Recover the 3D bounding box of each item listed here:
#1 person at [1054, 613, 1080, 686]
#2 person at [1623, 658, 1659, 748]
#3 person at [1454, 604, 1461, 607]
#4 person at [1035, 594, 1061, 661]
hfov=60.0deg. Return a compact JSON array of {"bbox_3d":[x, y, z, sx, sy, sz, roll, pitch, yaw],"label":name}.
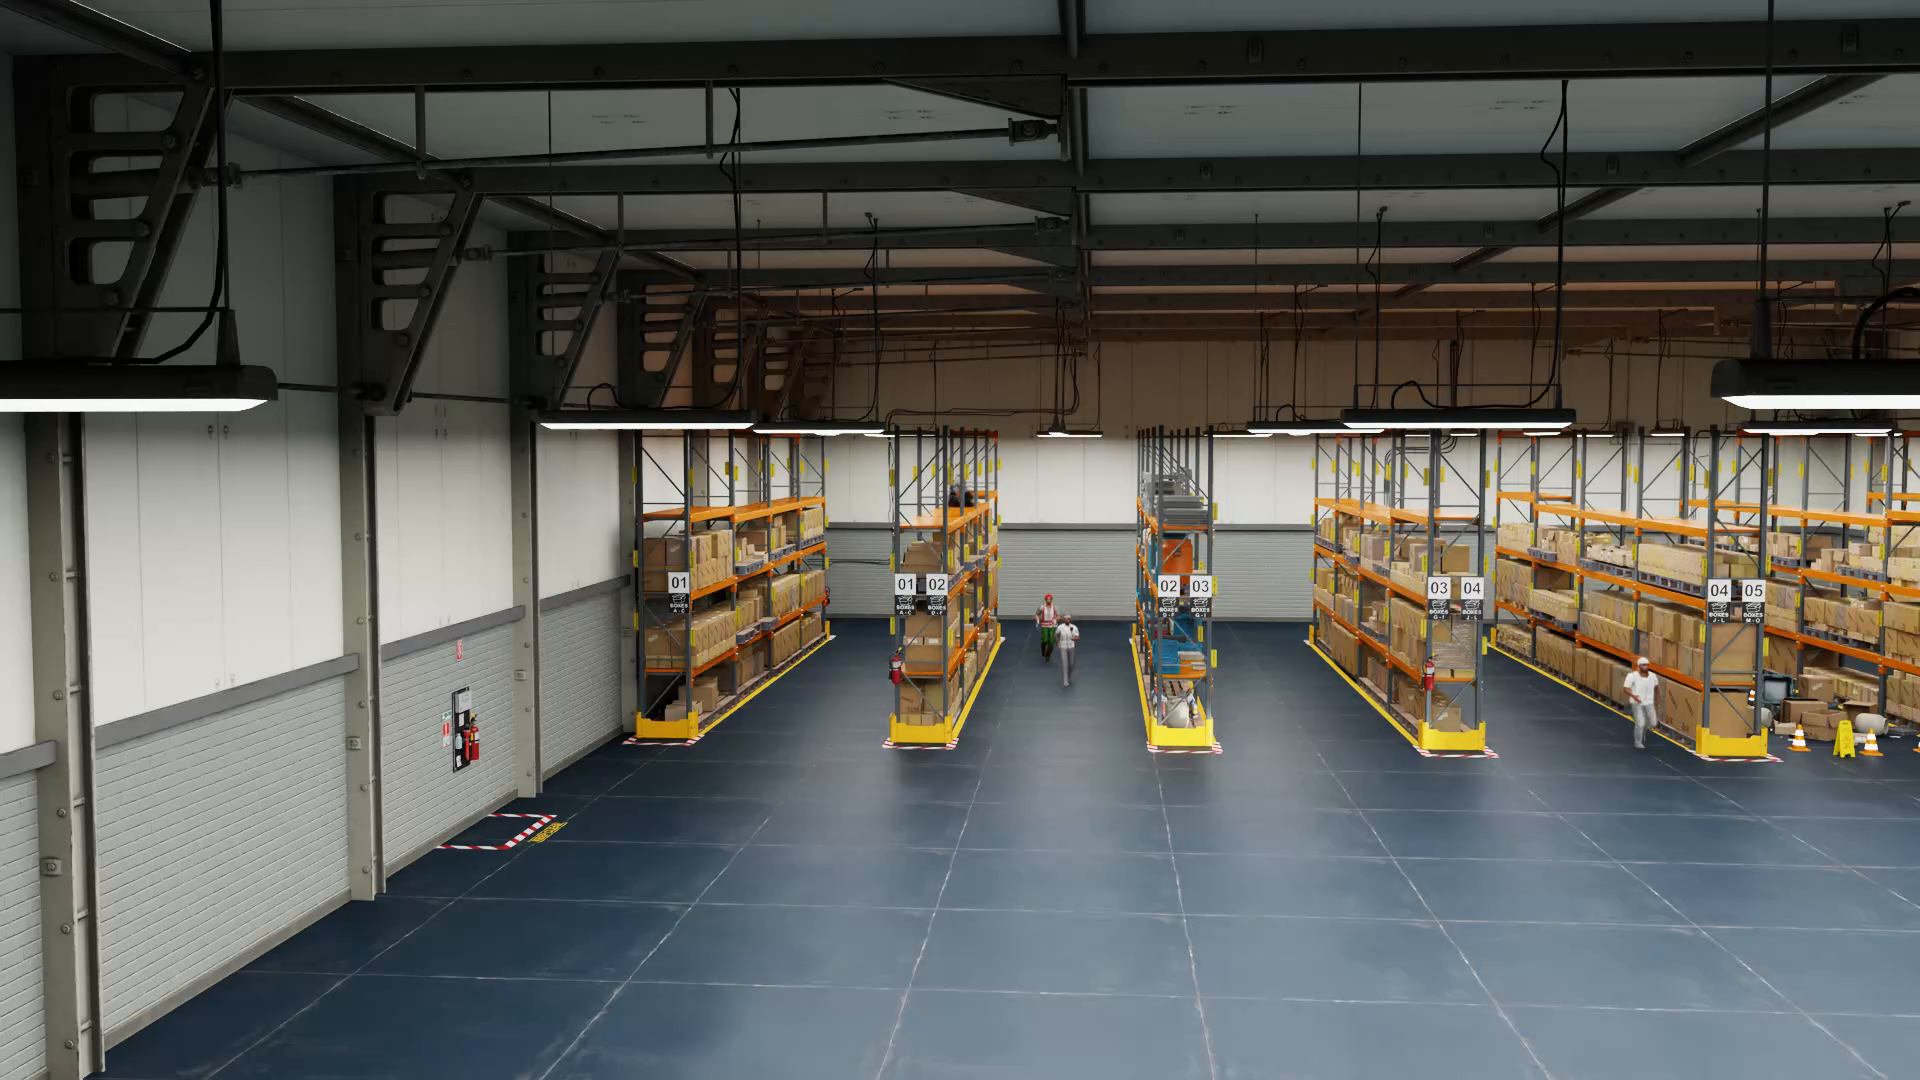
[{"bbox_3d":[2.505,2.530,38.898,0.583,1.669,0.924,0,3,-1],"label":"person"},{"bbox_3d":[12.647,3.019,30.782,0.710,1.701,0.602,0,3,-2],"label":"person"},{"bbox_3d":[13.463,2.203,44.702,0.689,1.697,0.649,1,4,20],"label":"person"},{"bbox_3d":[2.289,2.266,42.972,0.651,1.738,0.583,0,3,-5],"label":"person"}]
